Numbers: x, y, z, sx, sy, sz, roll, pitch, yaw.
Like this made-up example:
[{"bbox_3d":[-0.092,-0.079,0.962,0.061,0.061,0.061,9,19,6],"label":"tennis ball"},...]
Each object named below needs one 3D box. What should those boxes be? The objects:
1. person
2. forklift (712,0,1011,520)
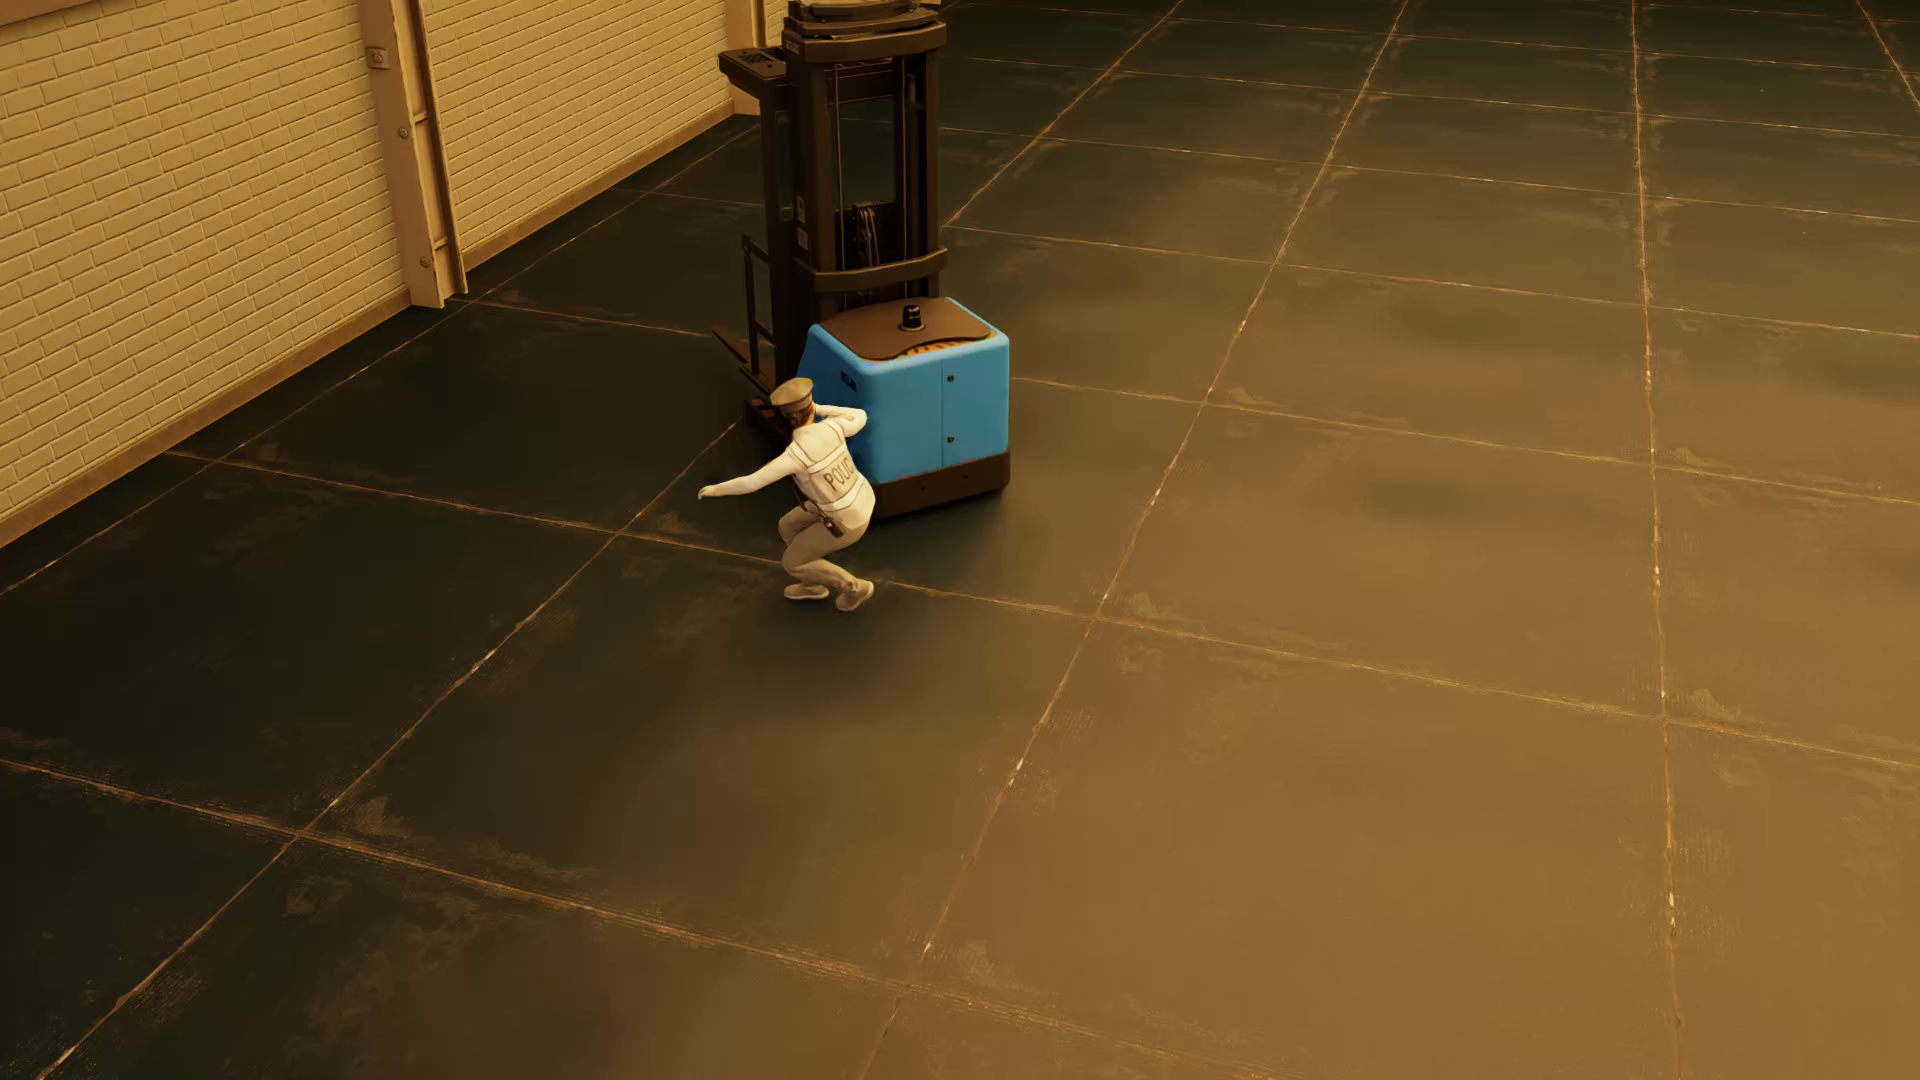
[{"bbox_3d":[-0.915,-0.245,9.130,0.945,1.401,0.708,7,30,12],"label":"person"},{"bbox_3d":[-0.834,-2.098,10.817,1.130,2.935,3.031,-15,33,-25],"label":"forklift"}]
